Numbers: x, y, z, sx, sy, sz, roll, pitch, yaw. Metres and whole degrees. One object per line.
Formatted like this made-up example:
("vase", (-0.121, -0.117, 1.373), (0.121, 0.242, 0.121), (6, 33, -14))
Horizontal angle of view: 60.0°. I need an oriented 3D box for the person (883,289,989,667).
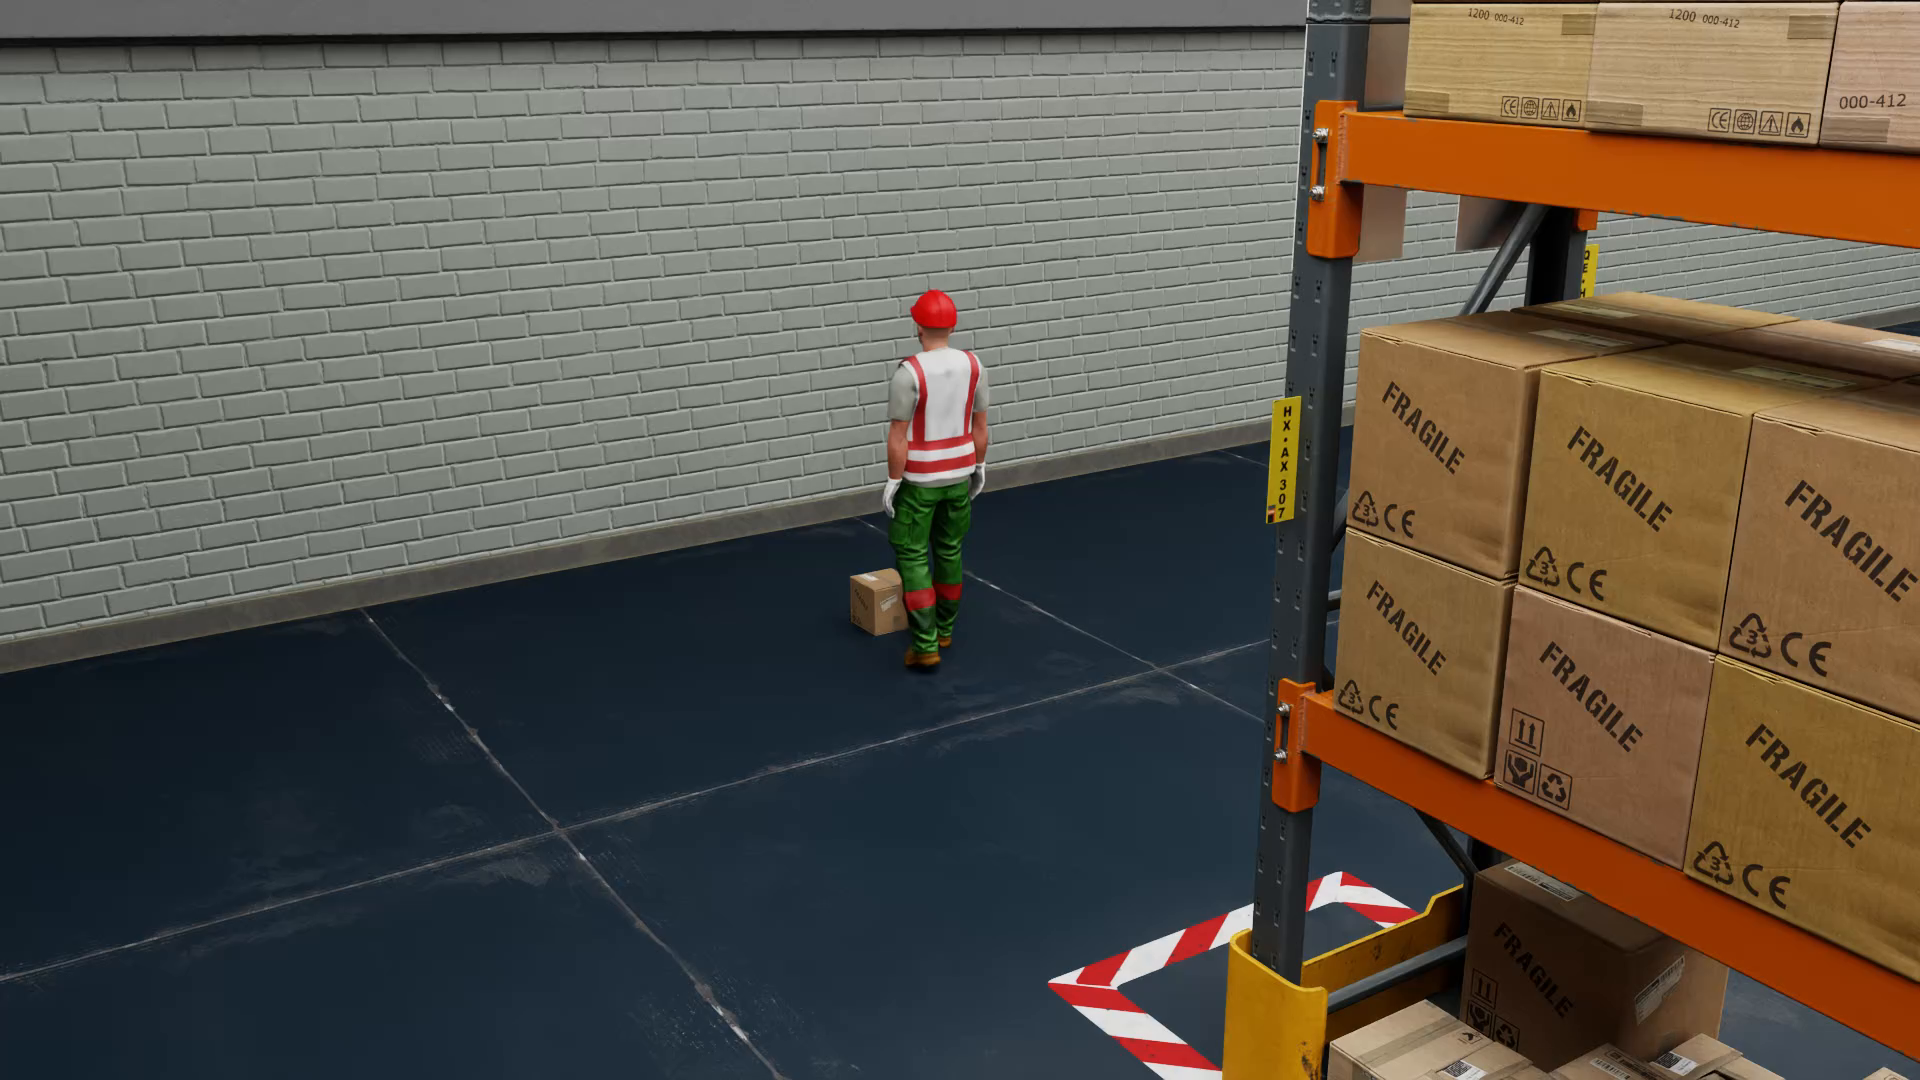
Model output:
("person", (-0.132, -0.302, 7.937), (0.560, 1.799, 0.603), (-9, 20, -26))
